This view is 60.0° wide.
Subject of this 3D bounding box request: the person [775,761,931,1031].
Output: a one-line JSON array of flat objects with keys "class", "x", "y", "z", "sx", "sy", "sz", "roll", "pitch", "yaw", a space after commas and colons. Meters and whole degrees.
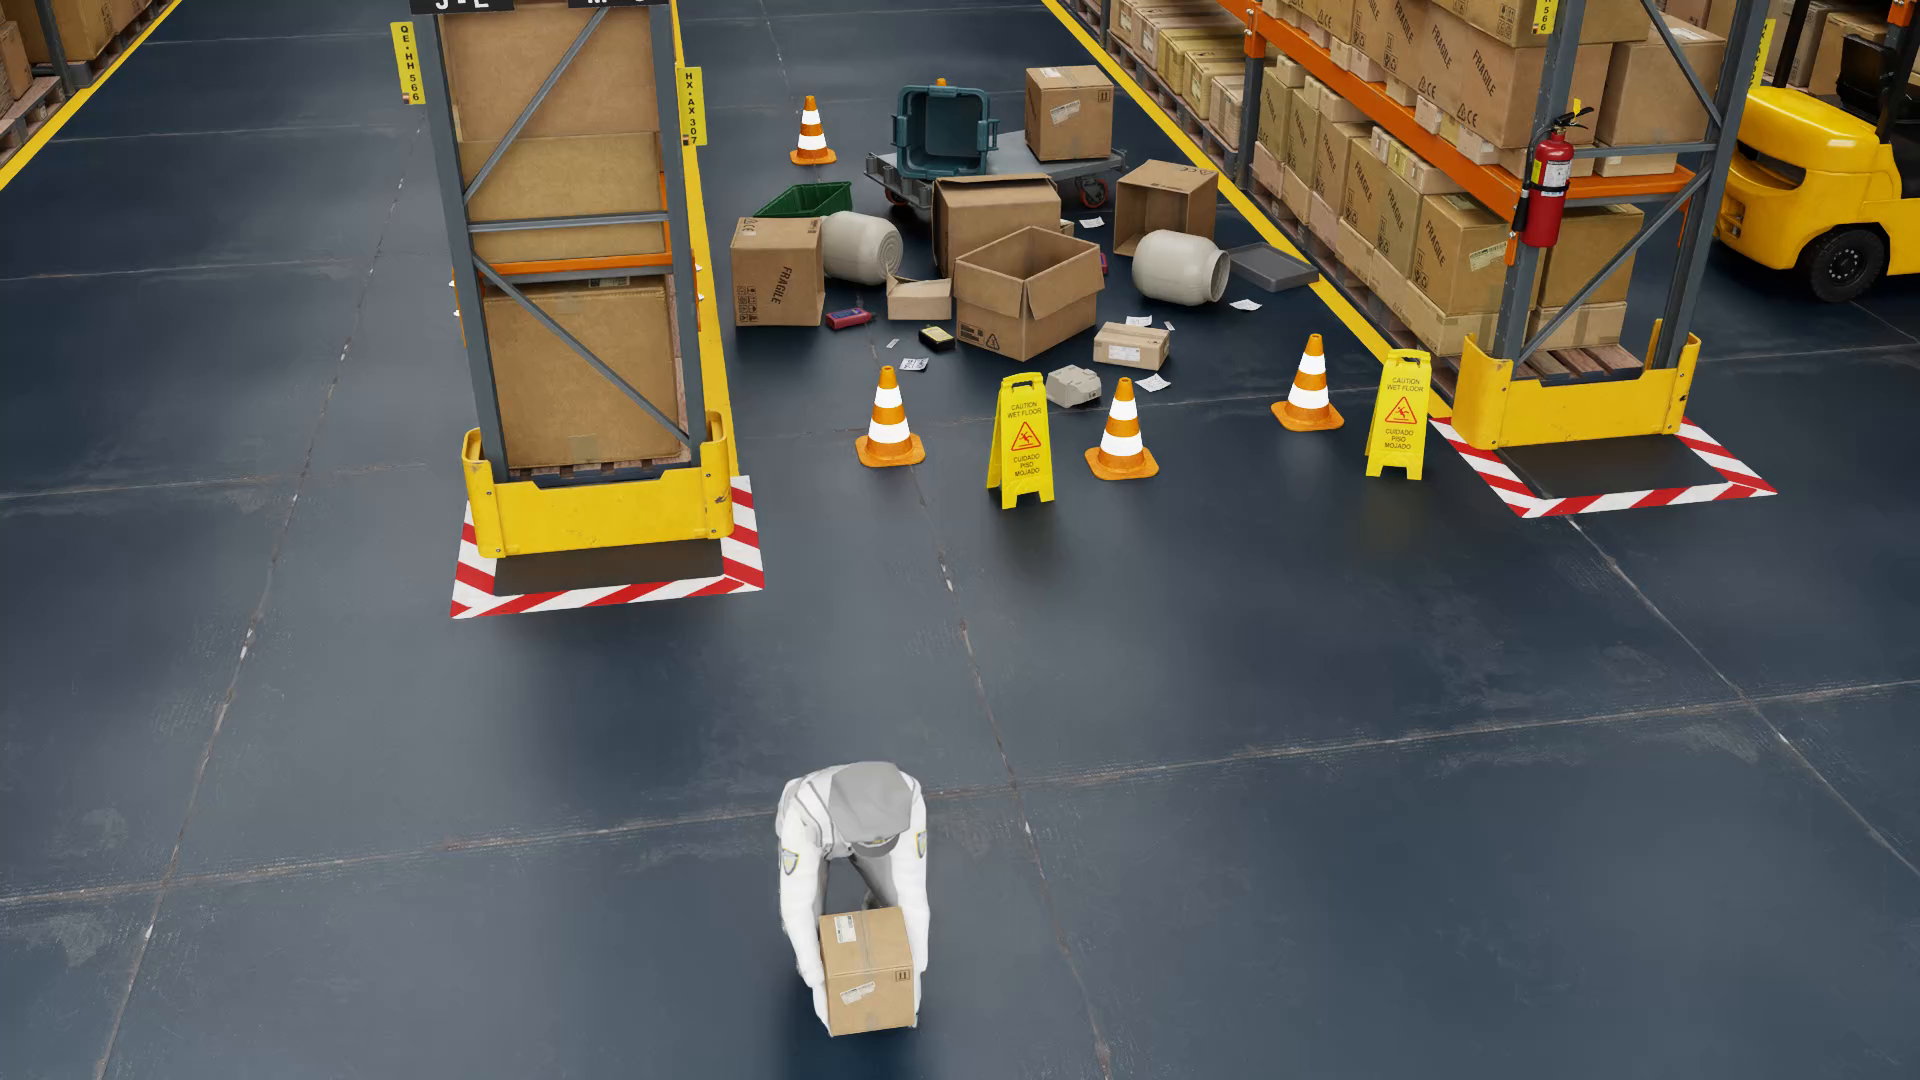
[{"class": "person", "x": -0.340, "y": 0.991, "z": 5.166, "sx": 0.467, "sy": 0.971, "sz": 0.836, "roll": -6, "pitch": 31, "yaw": -10}]
